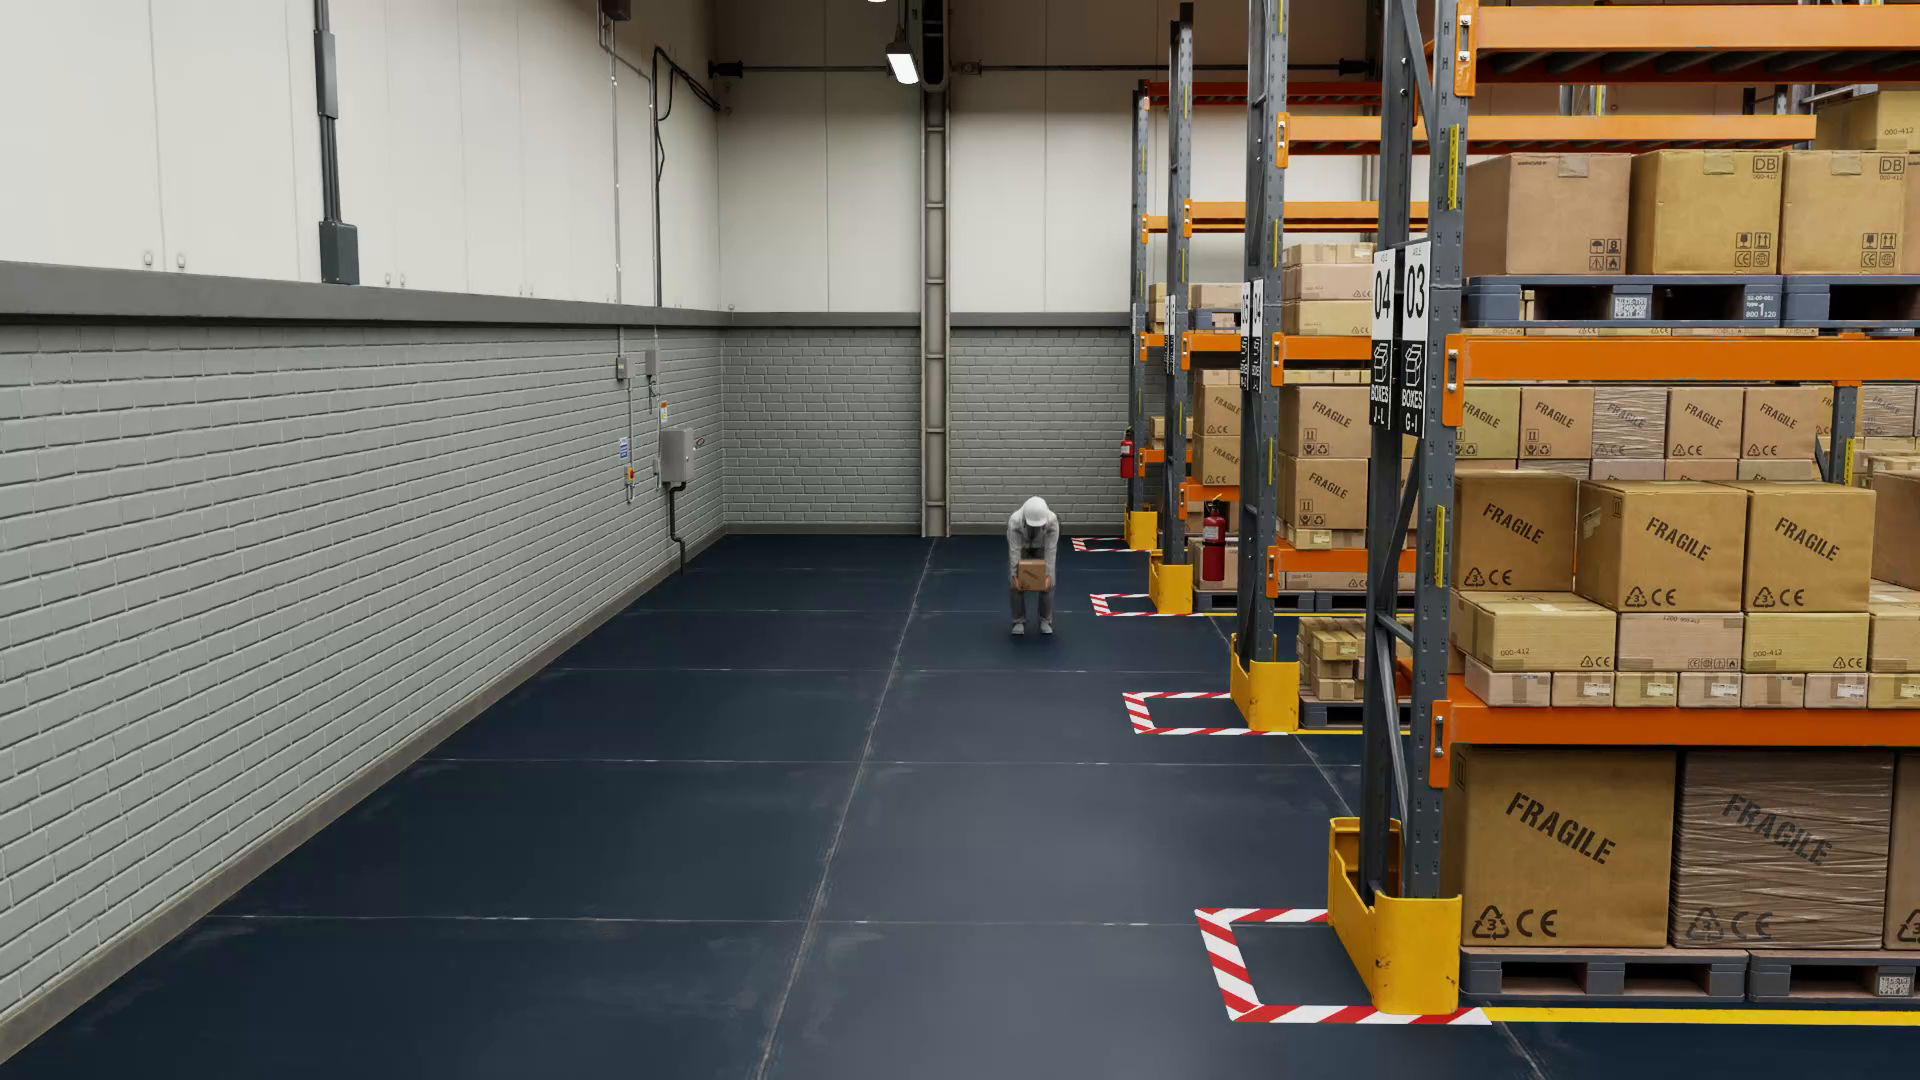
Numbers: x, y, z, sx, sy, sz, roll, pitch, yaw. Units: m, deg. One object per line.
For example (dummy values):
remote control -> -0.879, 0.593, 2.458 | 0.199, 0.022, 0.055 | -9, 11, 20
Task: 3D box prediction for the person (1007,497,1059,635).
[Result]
person -> 0.681, 0.233, 15.509 | 0.465, 1.351, 0.926 | 0, 7, -1
